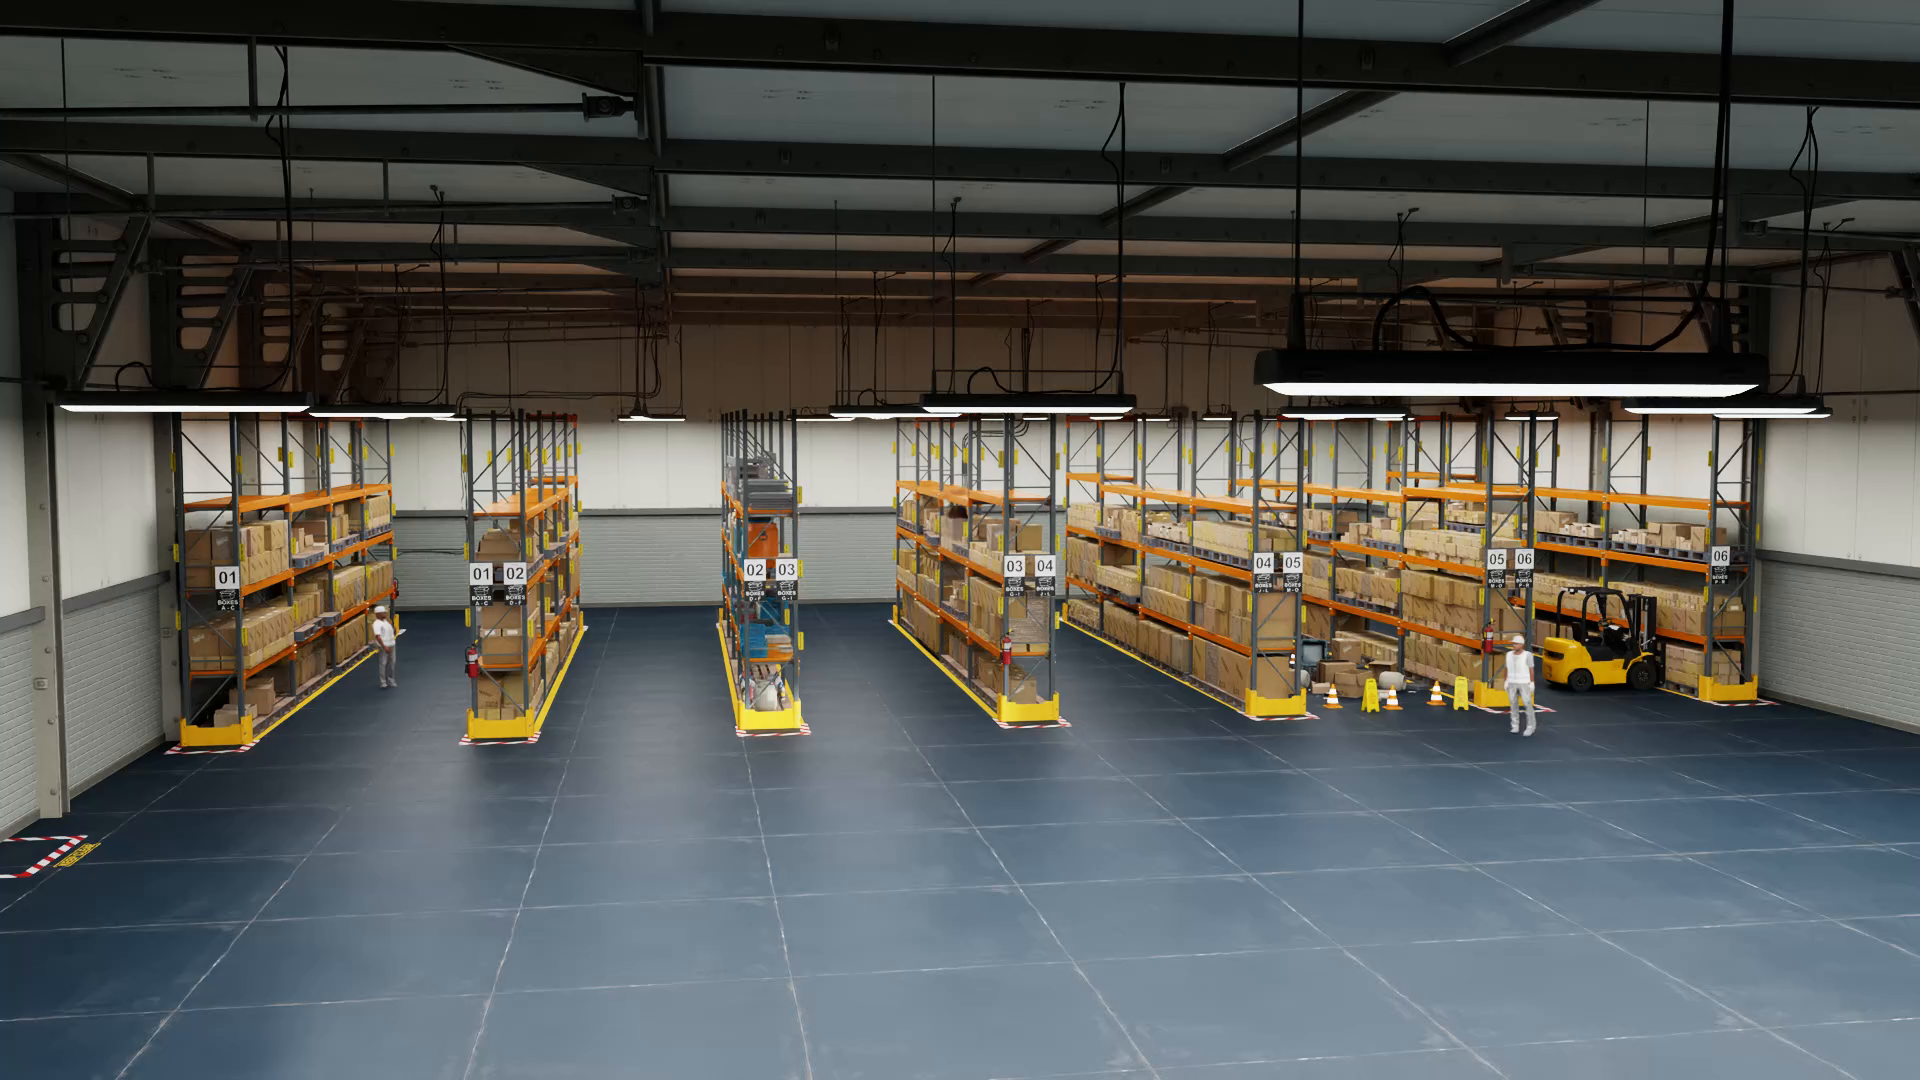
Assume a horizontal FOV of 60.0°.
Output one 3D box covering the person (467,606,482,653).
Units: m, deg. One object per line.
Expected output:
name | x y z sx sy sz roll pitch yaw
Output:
person | -11.821 2.104 40.786 0.522 1.538 0.894 0 4 -6

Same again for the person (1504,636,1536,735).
person | 10.360 2.677 30.818 0.645 1.788 0.436 4 5 42

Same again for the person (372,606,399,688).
person | -12.481 2.336 36.165 0.632 1.796 0.619 3 5 32

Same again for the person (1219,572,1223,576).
person | 7.245 1.629 45.995 0.436 1.792 0.609 0 4 -6
